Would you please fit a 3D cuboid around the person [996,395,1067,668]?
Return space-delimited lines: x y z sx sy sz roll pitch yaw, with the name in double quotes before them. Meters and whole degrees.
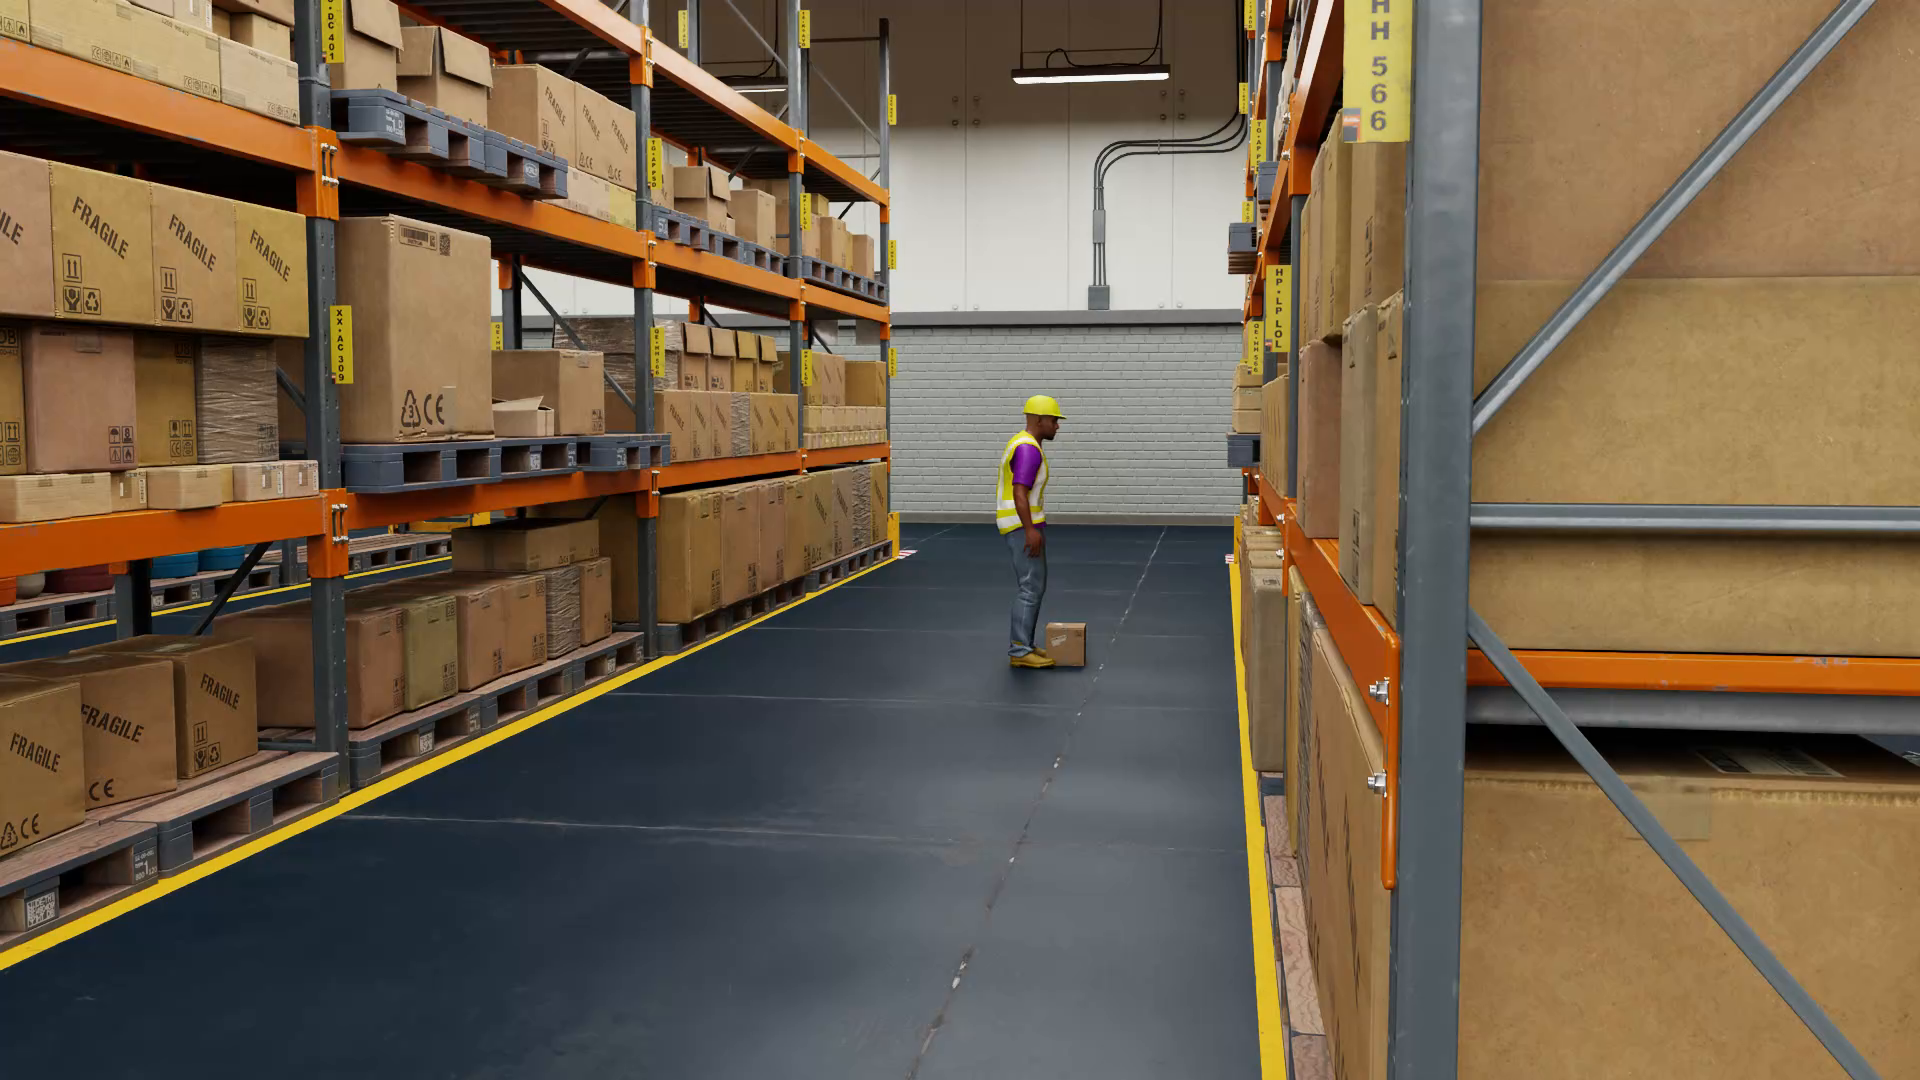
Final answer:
"person" 0.466 -0.067 10.901 0.460 1.760 0.631 0 4 6
